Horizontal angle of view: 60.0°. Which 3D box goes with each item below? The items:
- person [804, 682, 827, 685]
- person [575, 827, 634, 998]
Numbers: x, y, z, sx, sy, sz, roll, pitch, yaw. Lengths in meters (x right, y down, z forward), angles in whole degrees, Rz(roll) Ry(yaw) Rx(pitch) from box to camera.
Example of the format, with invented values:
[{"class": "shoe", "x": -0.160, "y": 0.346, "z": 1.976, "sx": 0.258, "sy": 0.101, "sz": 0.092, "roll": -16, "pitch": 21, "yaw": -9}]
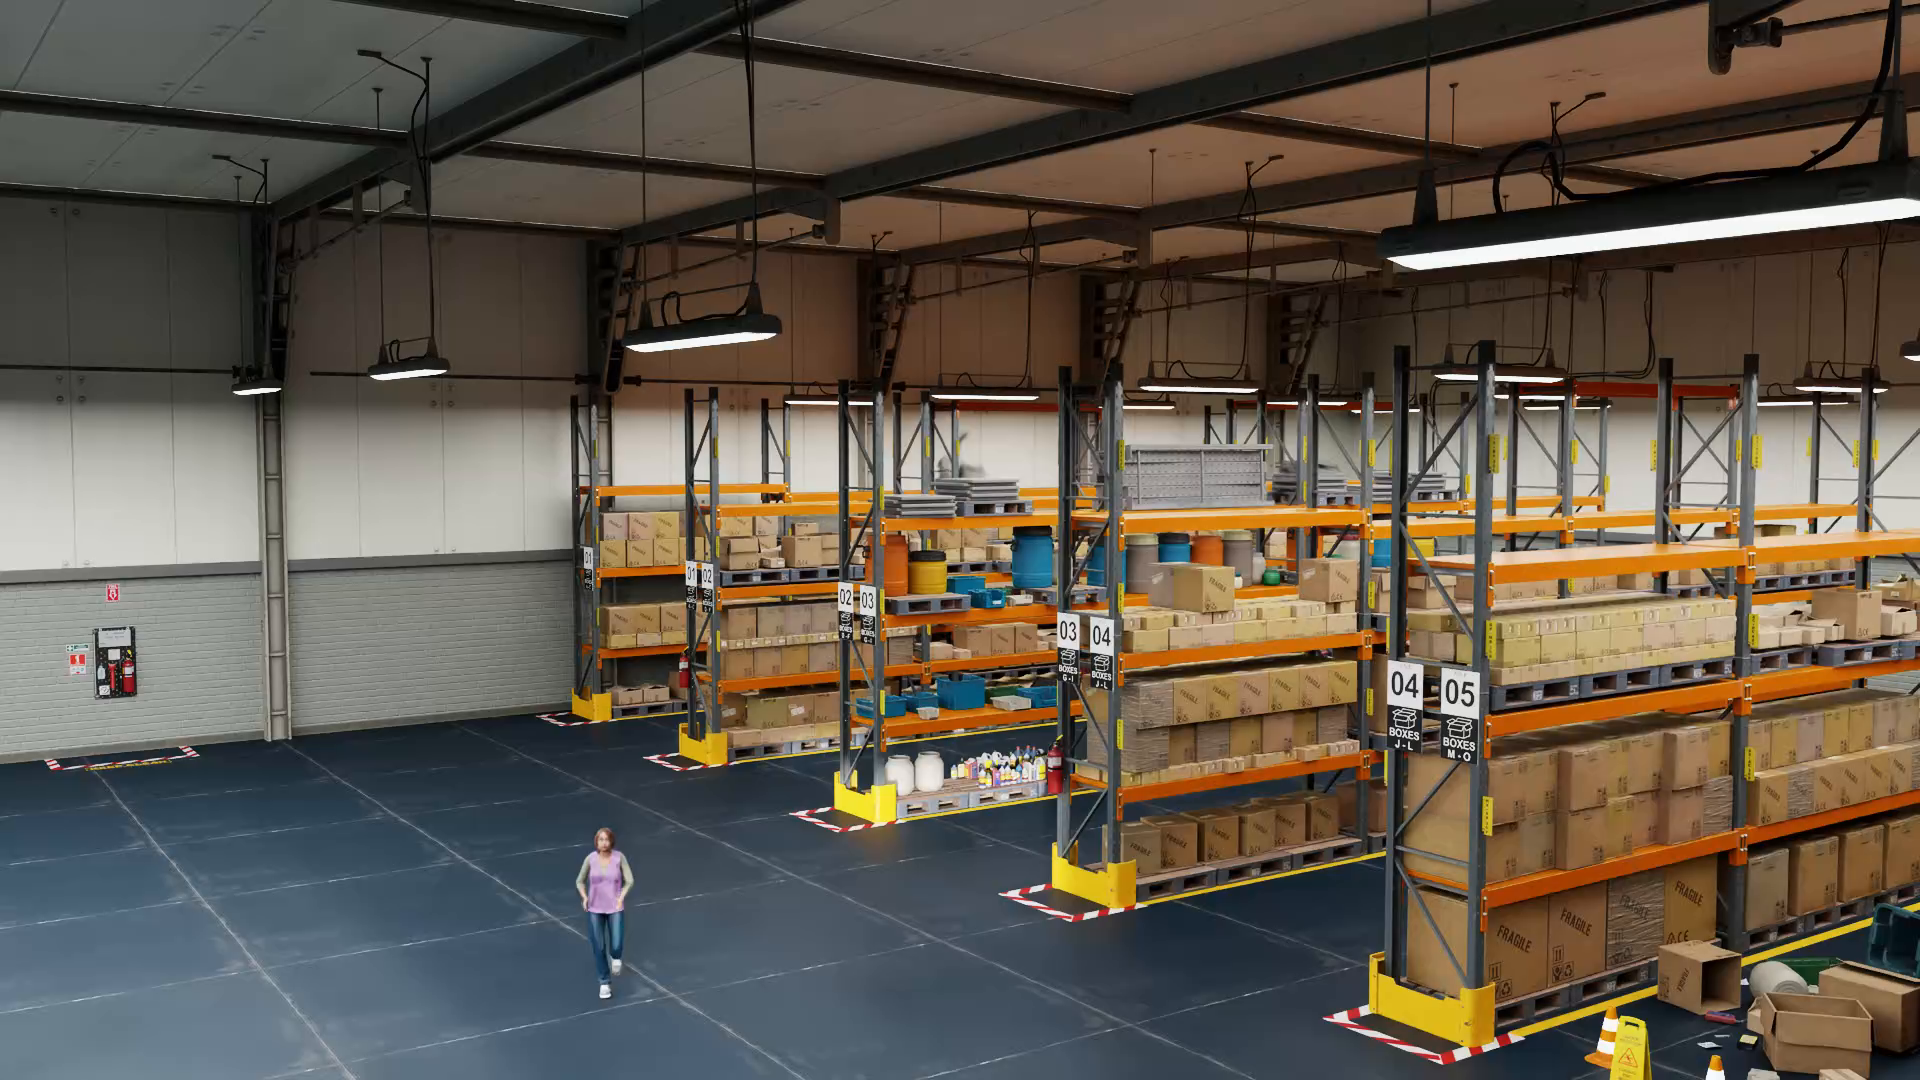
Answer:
[{"class": "person", "x": -2.615, "y": 2.487, "z": 29.862, "sx": 0.773, "sy": 1.799, "sz": 0.673, "roll": -3, "pitch": 5, "yaw": -43}, {"class": "person", "x": -3.322, "y": 3.451, "z": 15.552, "sx": 0.536, "sy": 1.548, "sz": 0.567, "roll": -1, "pitch": 3, "yaw": -9}]
